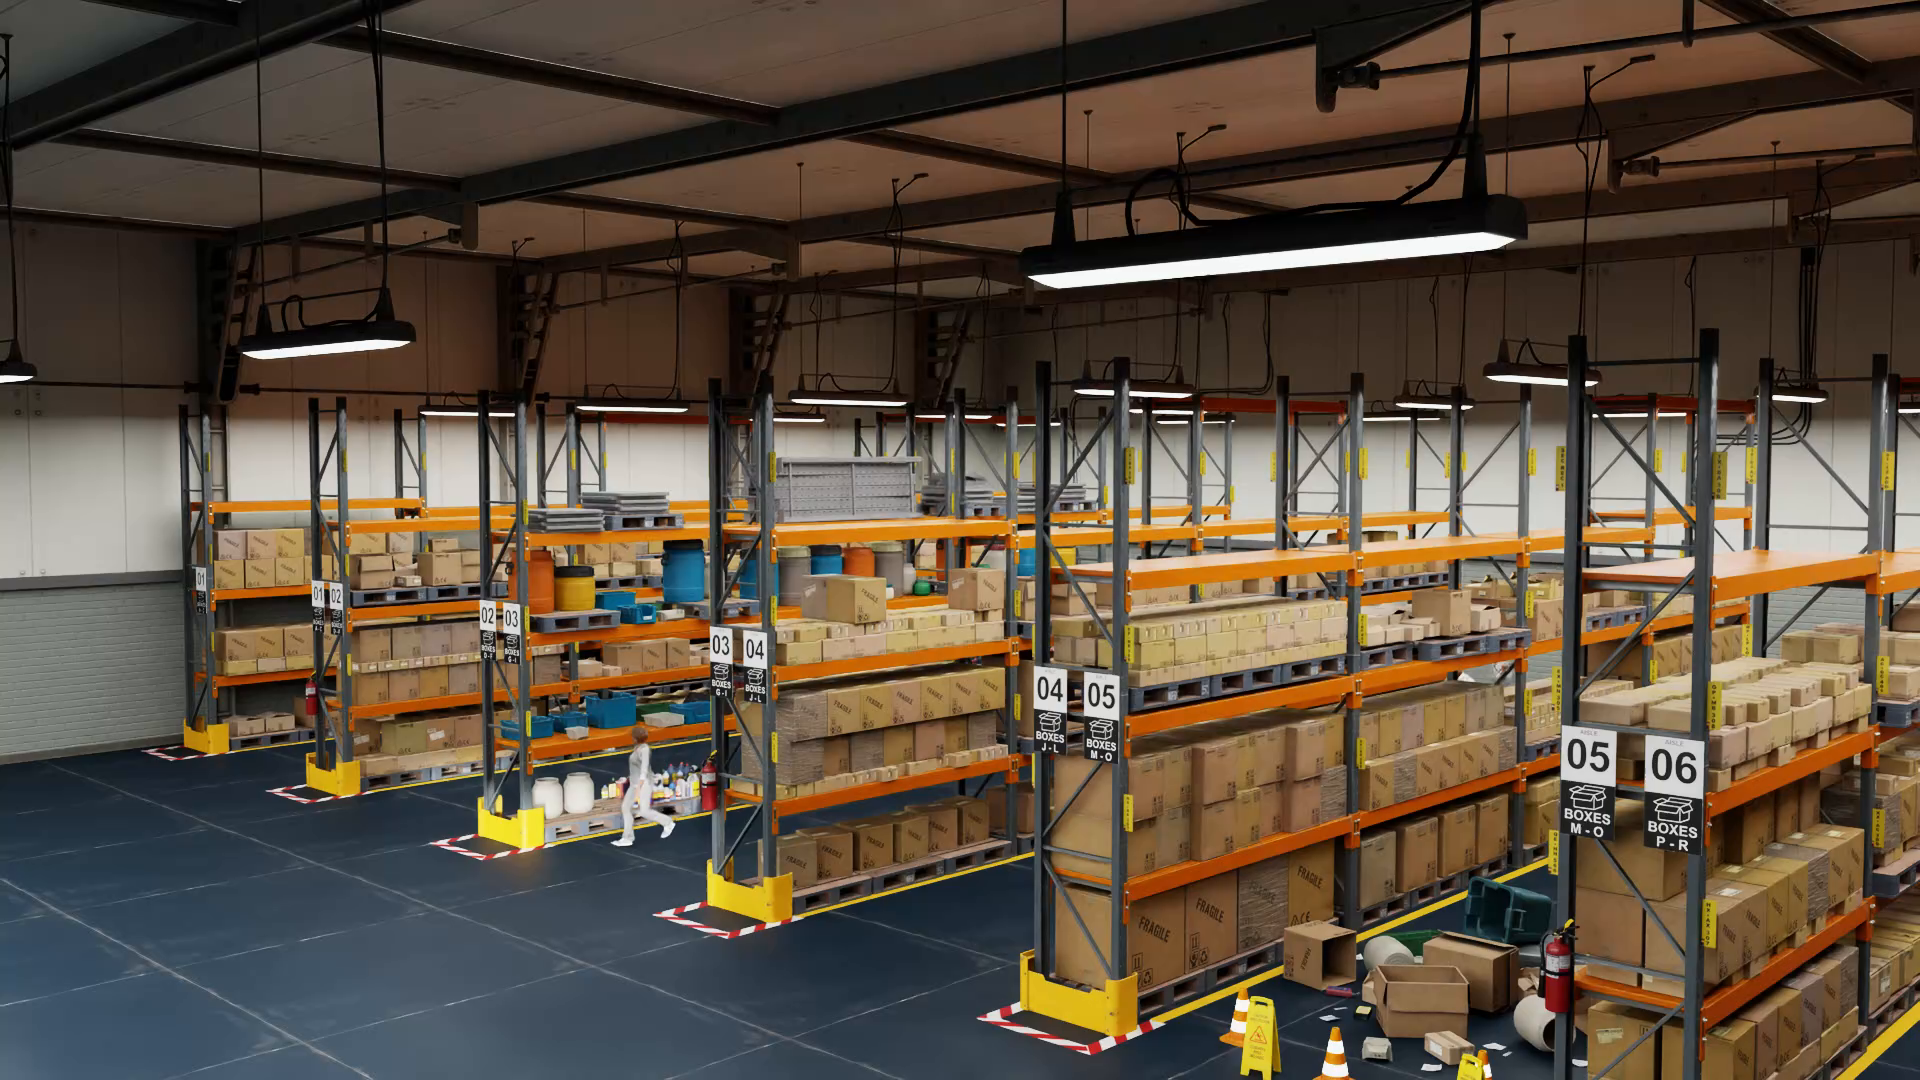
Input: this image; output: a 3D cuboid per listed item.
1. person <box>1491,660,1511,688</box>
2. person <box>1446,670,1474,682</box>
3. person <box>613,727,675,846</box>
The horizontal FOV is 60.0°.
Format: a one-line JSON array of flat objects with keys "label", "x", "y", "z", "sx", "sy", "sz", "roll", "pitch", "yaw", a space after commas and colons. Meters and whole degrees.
[{"label": "person", "x": 10.340, "y": 2.643, "z": 31.615, "sx": 0.541, "sy": 1.676, "sz": 0.451, "roll": 0, "pitch": 3, "yaw": 1}, {"label": "person", "x": 8.210, "y": 2.828, "z": 27.549, "sx": 0.919, "sy": 1.719, "sz": 0.553, "roll": -2, "pitch": 4, "yaw": -35}, {"label": "person", "x": -4.189, "y": 3.230, "z": 21.902, "sx": 0.836, "sy": 1.537, "sz": 0.420, "roll": -2, "pitch": 4, "yaw": -34}]
